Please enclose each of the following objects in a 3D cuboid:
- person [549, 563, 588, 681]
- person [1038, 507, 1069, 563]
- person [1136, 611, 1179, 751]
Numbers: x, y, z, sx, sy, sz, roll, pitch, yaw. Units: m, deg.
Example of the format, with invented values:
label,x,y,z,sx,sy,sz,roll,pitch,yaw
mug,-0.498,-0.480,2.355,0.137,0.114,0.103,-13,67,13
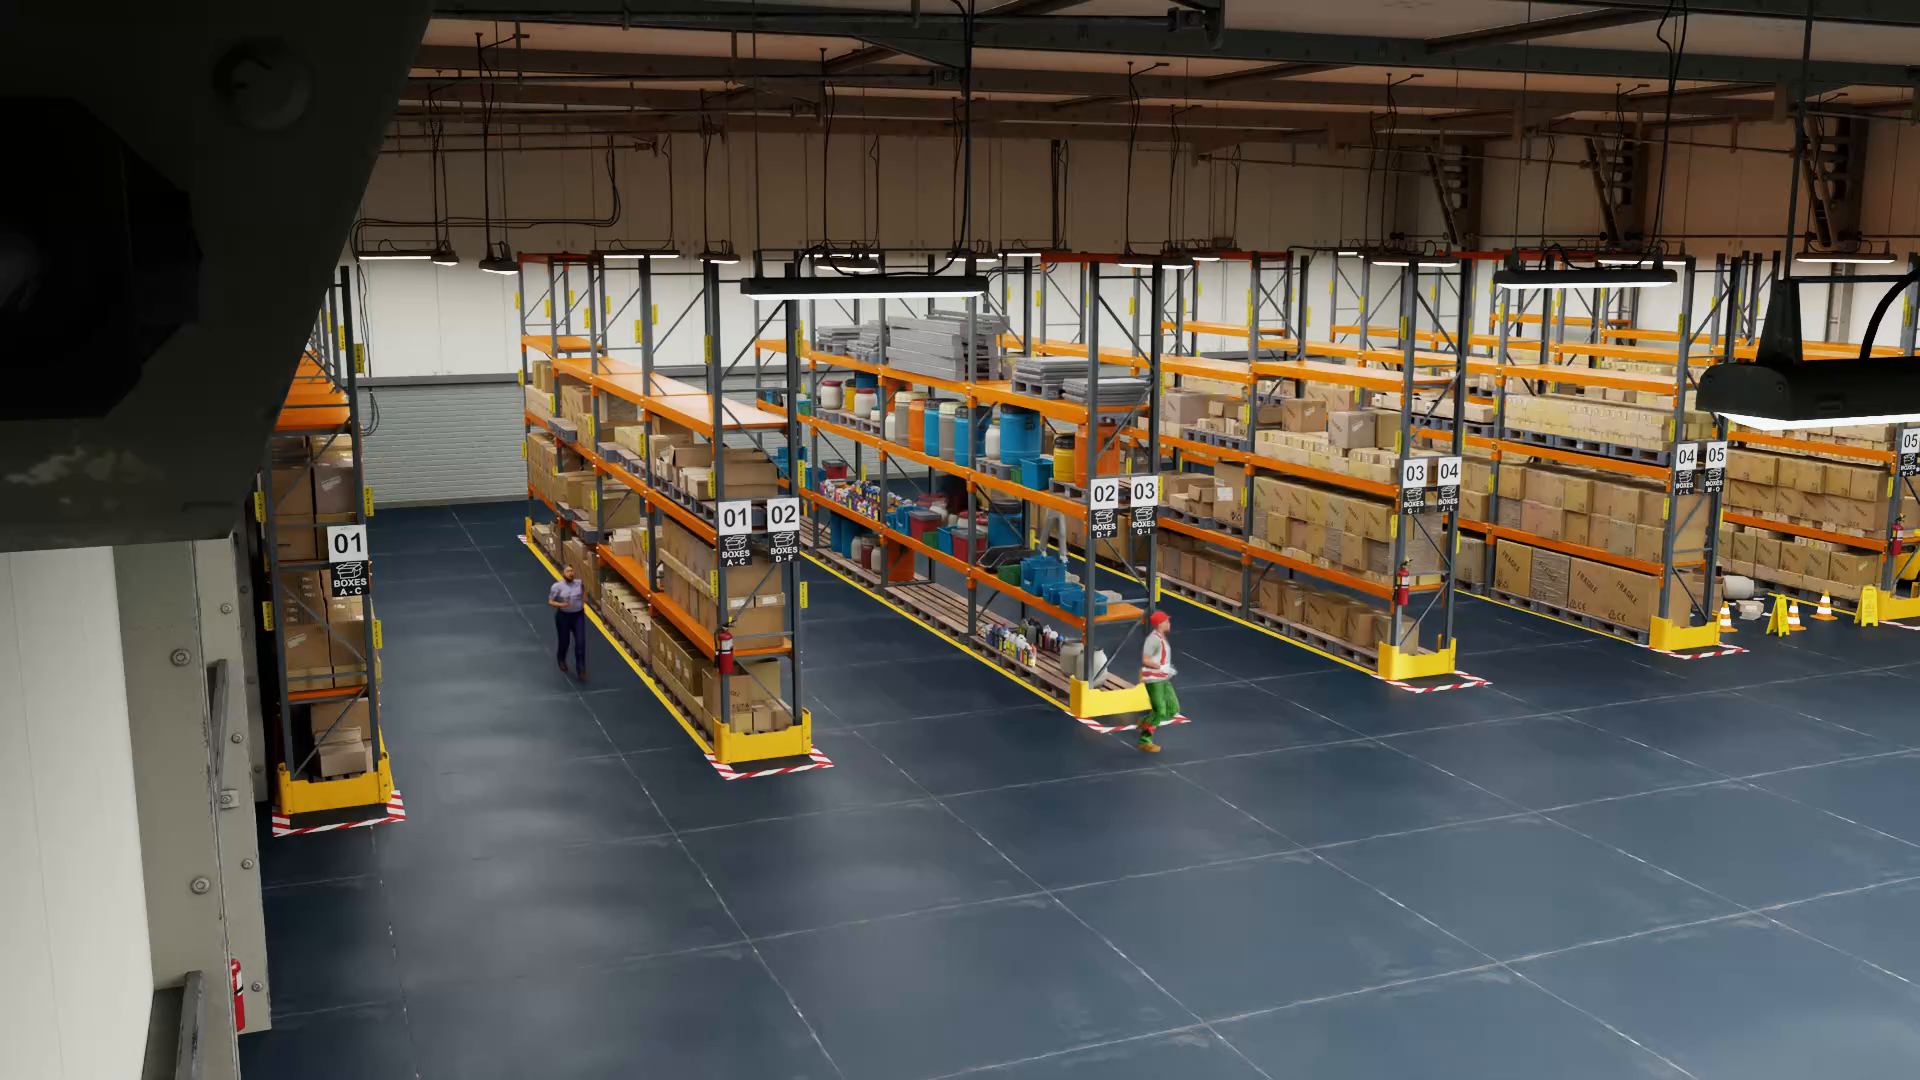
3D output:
label,x,y,z,sx,sy,sz,roll,pitch,yaw
person,-5.635,1.158,24.038,0.606,1.635,0.873,-6,12,-28
person,1.780,-0.443,31.395,0.535,1.688,0.930,-6,12,-28
person,2.494,1.738,20.796,0.561,1.707,0.661,5,11,25
